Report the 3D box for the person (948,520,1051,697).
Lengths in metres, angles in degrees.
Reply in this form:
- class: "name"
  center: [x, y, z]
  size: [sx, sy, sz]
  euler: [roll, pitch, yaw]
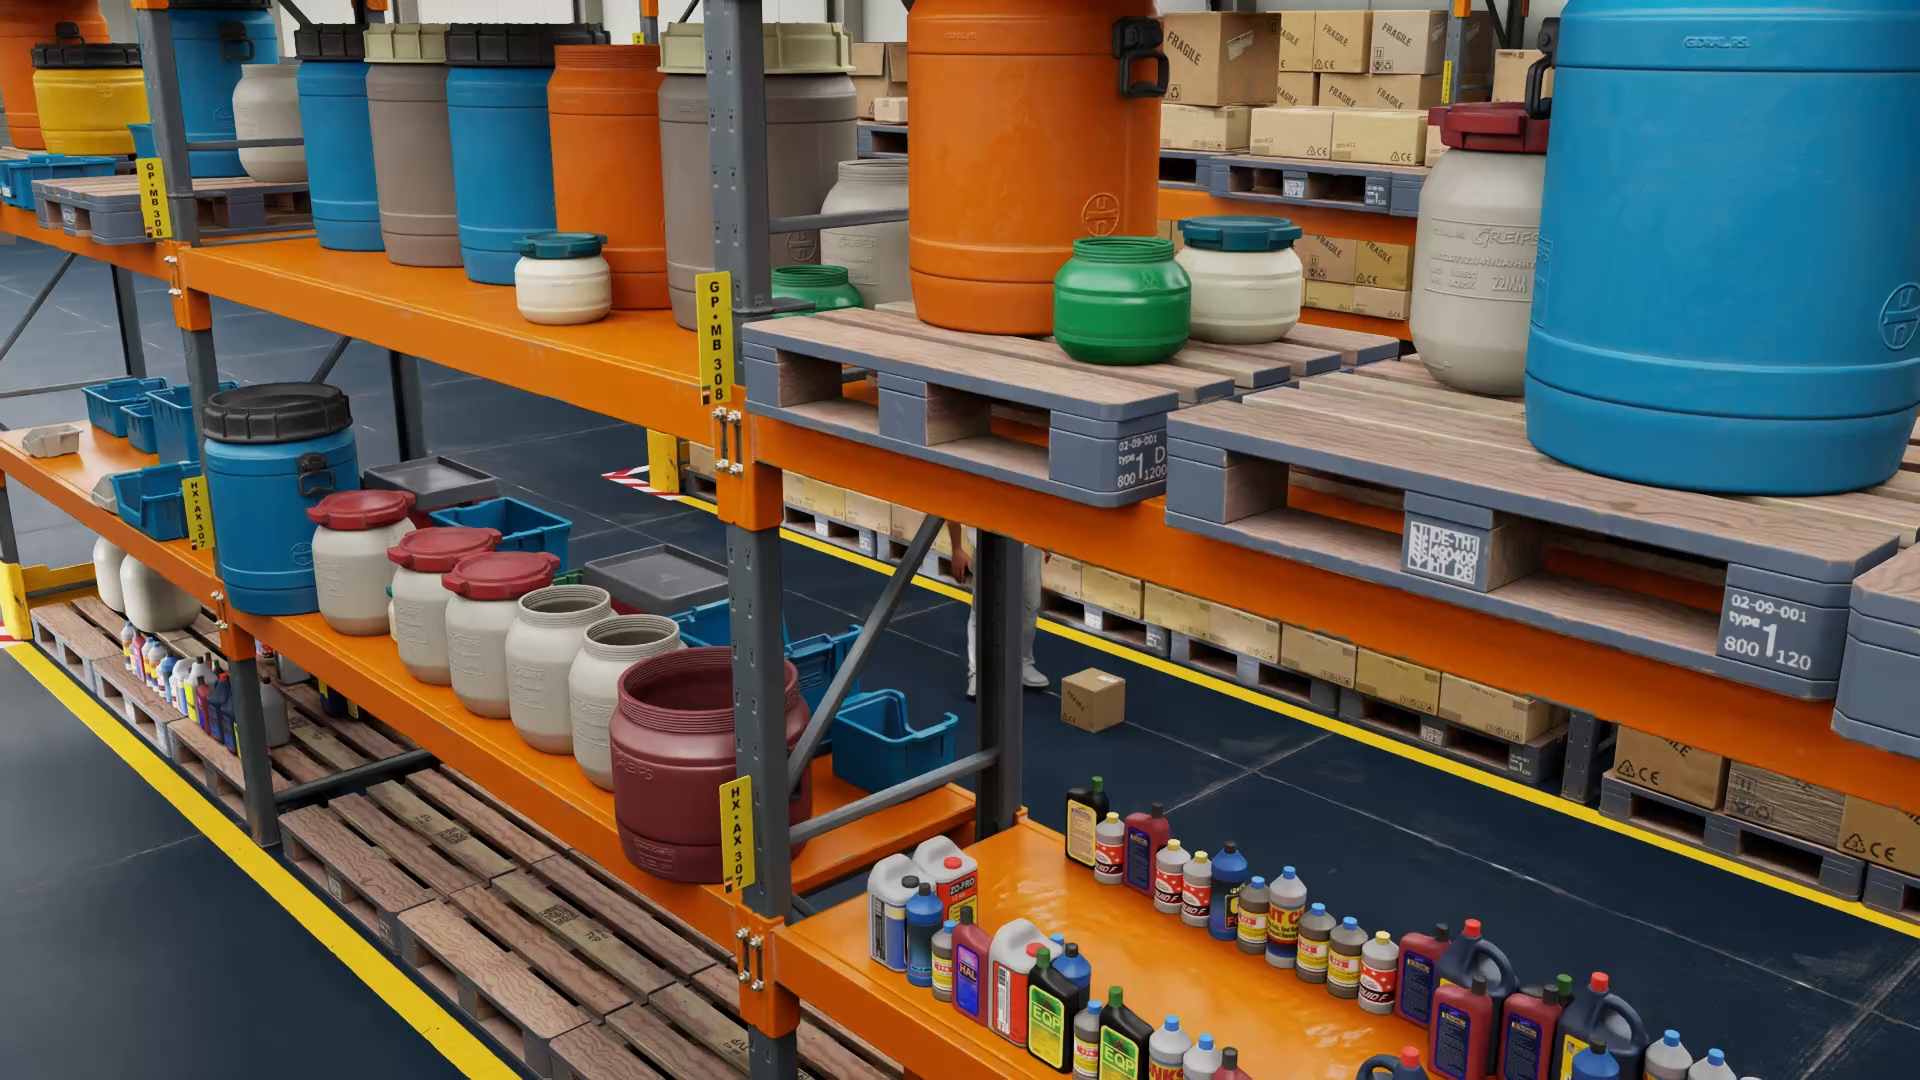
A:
- class: "person"
  center: [0.238, 0.017, 9.356]
  size: [0.642, 1.768, 0.379]
  euler: [-9, 19, -26]
